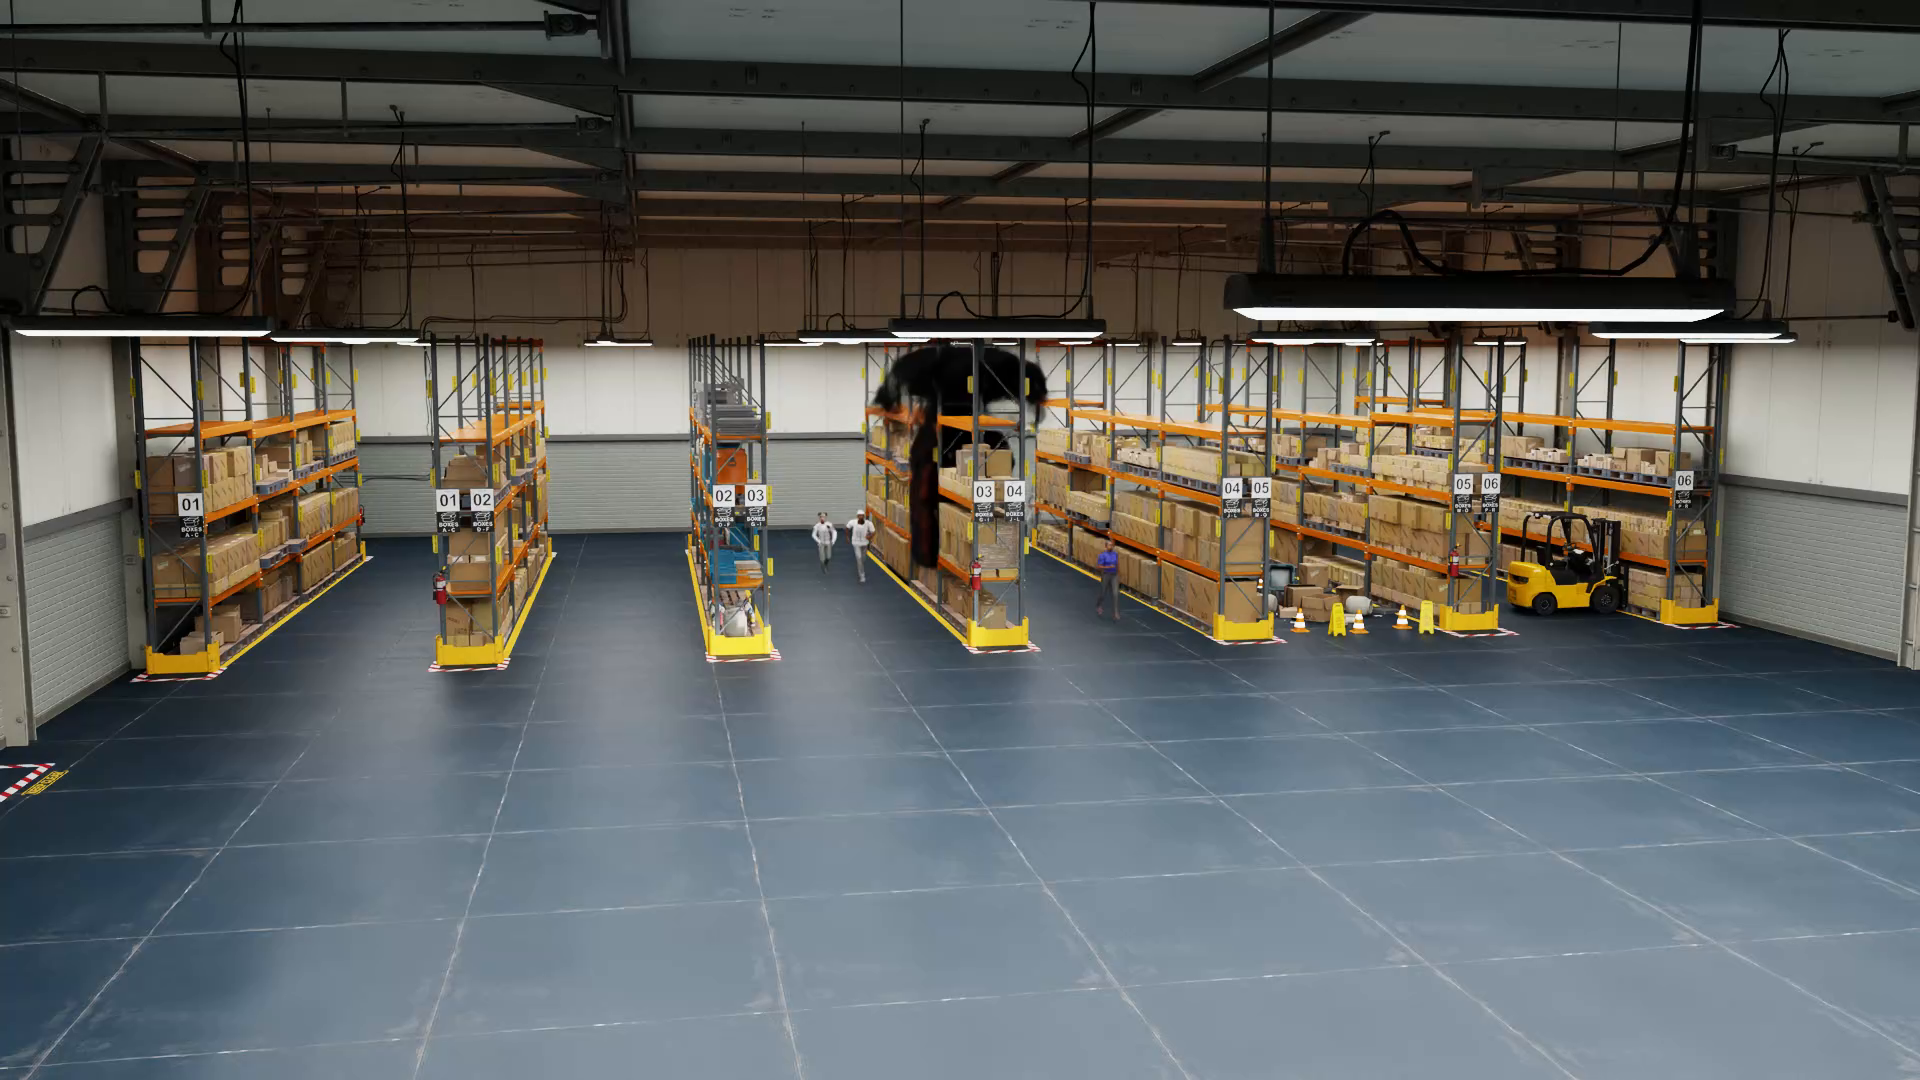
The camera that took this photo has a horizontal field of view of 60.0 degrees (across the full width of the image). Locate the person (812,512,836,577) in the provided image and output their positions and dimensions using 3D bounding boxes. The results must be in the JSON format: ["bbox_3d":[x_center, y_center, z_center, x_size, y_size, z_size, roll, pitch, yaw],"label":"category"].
[{"bbox_3d":[-3.409,0.112,41.843,0.629,1.659,0.513,-1,7,-8],"label":"person"}]

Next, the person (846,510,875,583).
[{"bbox_3d":[-2.462,0.115,41.333,0.727,1.765,1.040,-1,7,-9],"label":"person"}]

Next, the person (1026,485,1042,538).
[{"bbox_3d":[2.288,-0.823,49.913,0.828,1.773,0.722,0,7,0],"label":"person"}]

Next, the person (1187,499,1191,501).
[{"bbox_3d":[6.086,-0.225,44.295,0.659,1.744,0.578,-3,7,-23],"label":"person"}]

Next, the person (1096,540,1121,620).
[{"bbox_3d":[3.183,0.824,35.450,0.575,1.645,0.938,-2,7,-17],"label":"person"}]
